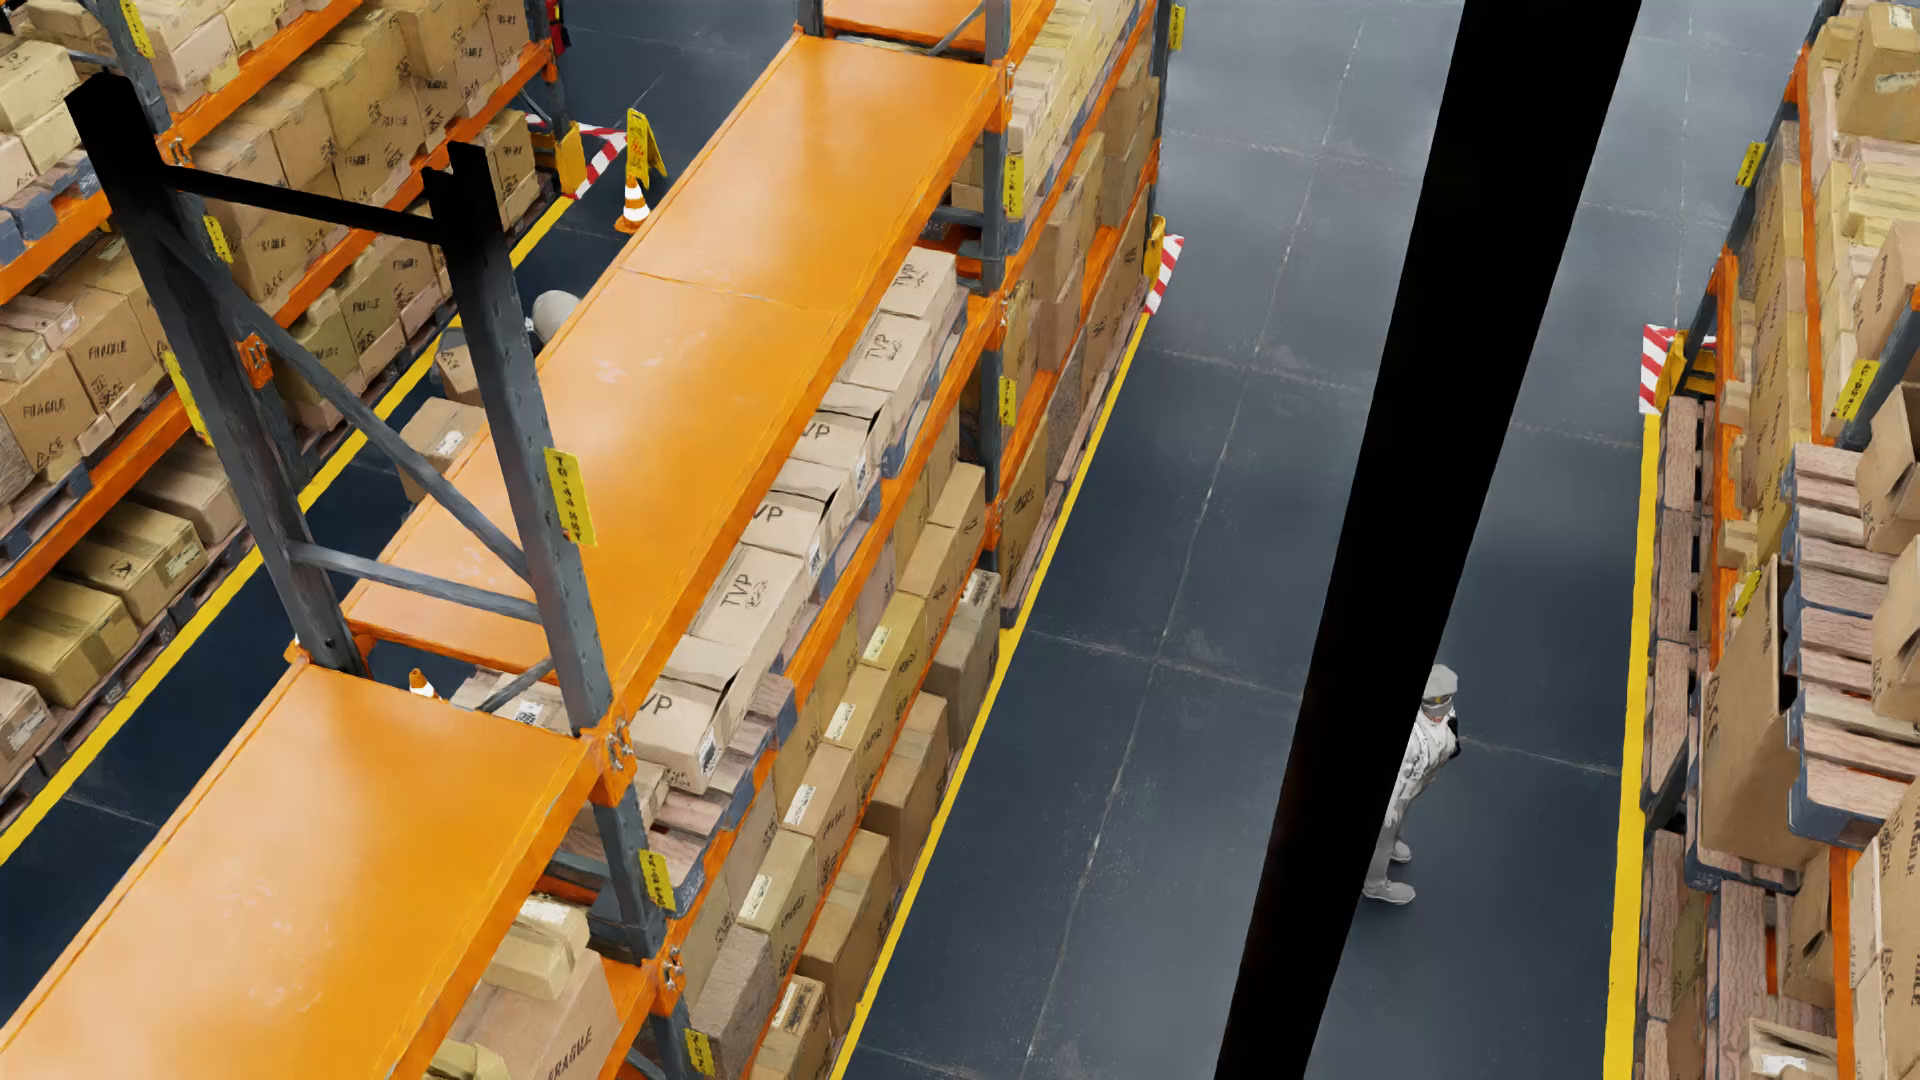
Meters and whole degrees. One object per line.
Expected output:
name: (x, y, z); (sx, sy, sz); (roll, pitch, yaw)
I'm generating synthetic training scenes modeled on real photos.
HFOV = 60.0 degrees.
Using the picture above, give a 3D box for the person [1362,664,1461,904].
person: (2.374, 1.271, 8.711); (0.525, 1.677, 0.455); (-32, 54, -28)
